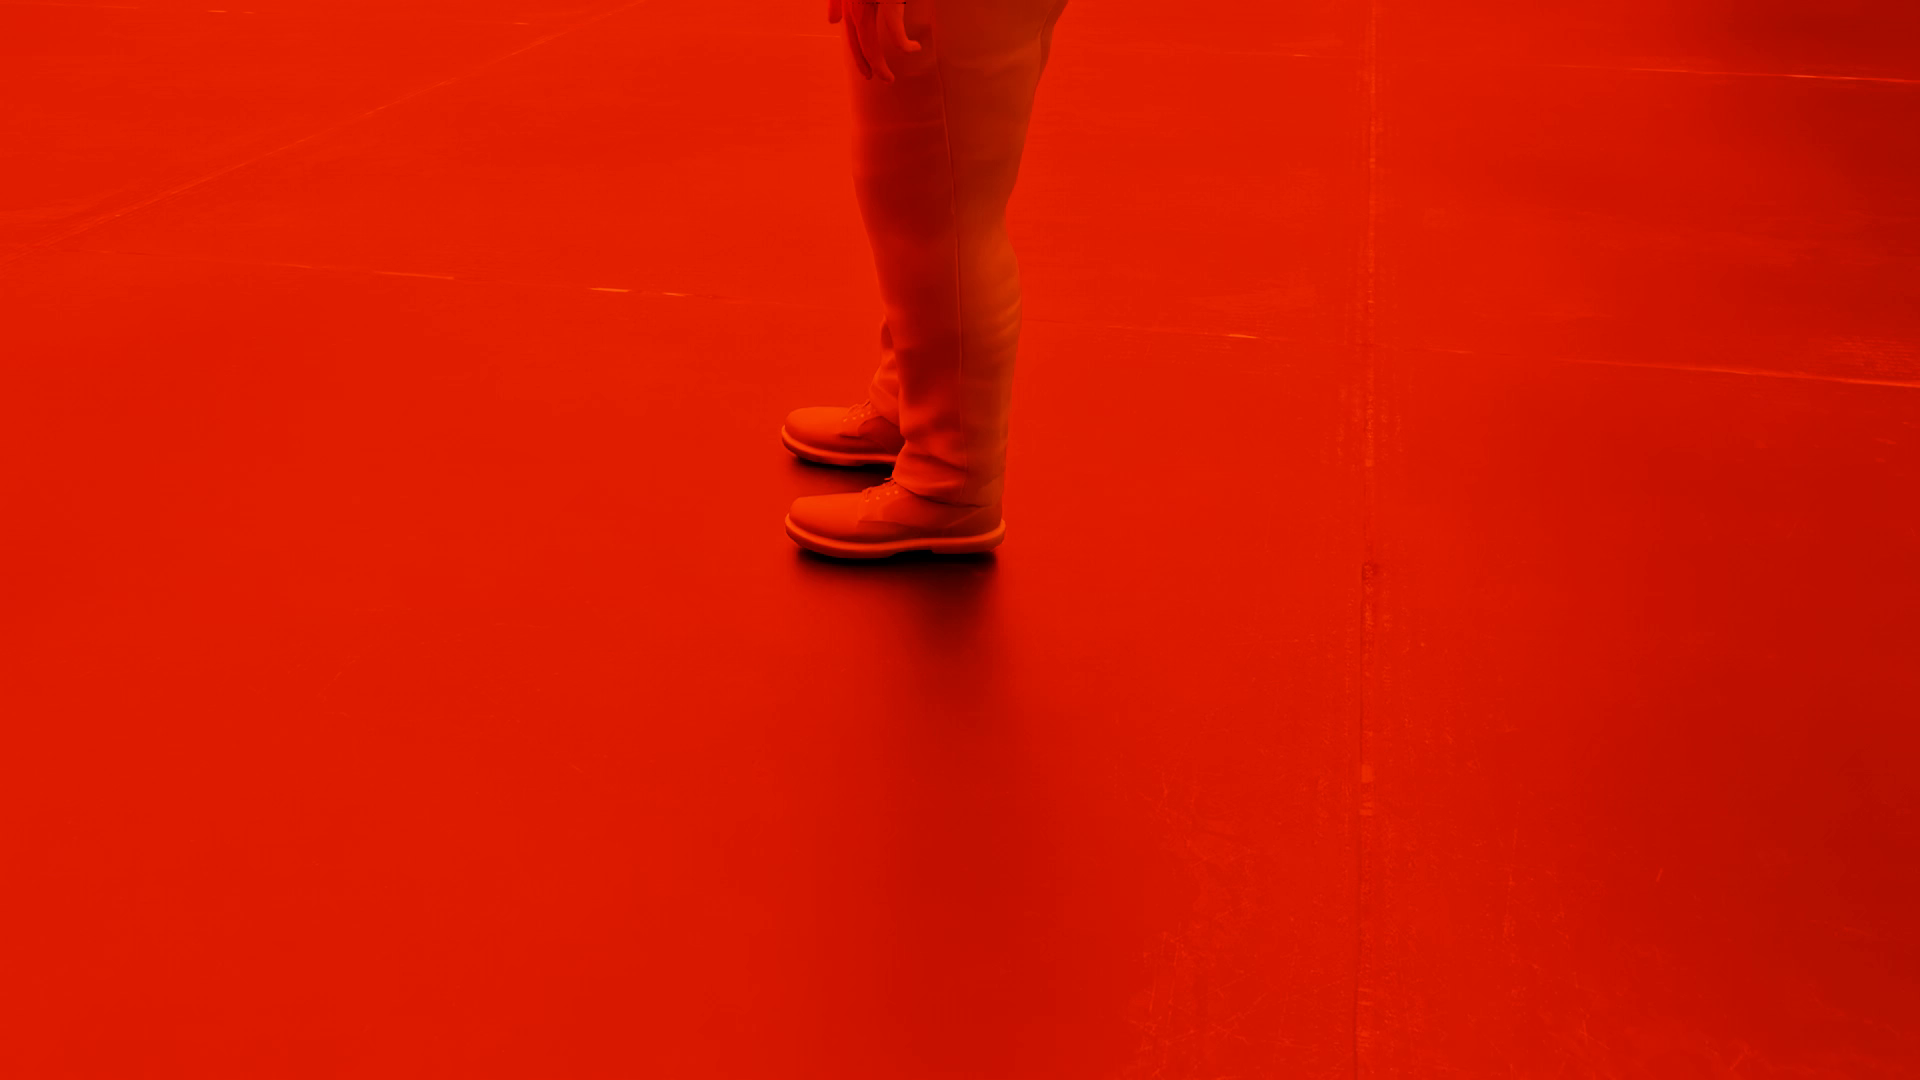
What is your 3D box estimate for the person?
[{"bbox_3d":[-0.074,-0.815,2.120,0.574,1.781,0.641,6,27,11],"label":"person"}]
